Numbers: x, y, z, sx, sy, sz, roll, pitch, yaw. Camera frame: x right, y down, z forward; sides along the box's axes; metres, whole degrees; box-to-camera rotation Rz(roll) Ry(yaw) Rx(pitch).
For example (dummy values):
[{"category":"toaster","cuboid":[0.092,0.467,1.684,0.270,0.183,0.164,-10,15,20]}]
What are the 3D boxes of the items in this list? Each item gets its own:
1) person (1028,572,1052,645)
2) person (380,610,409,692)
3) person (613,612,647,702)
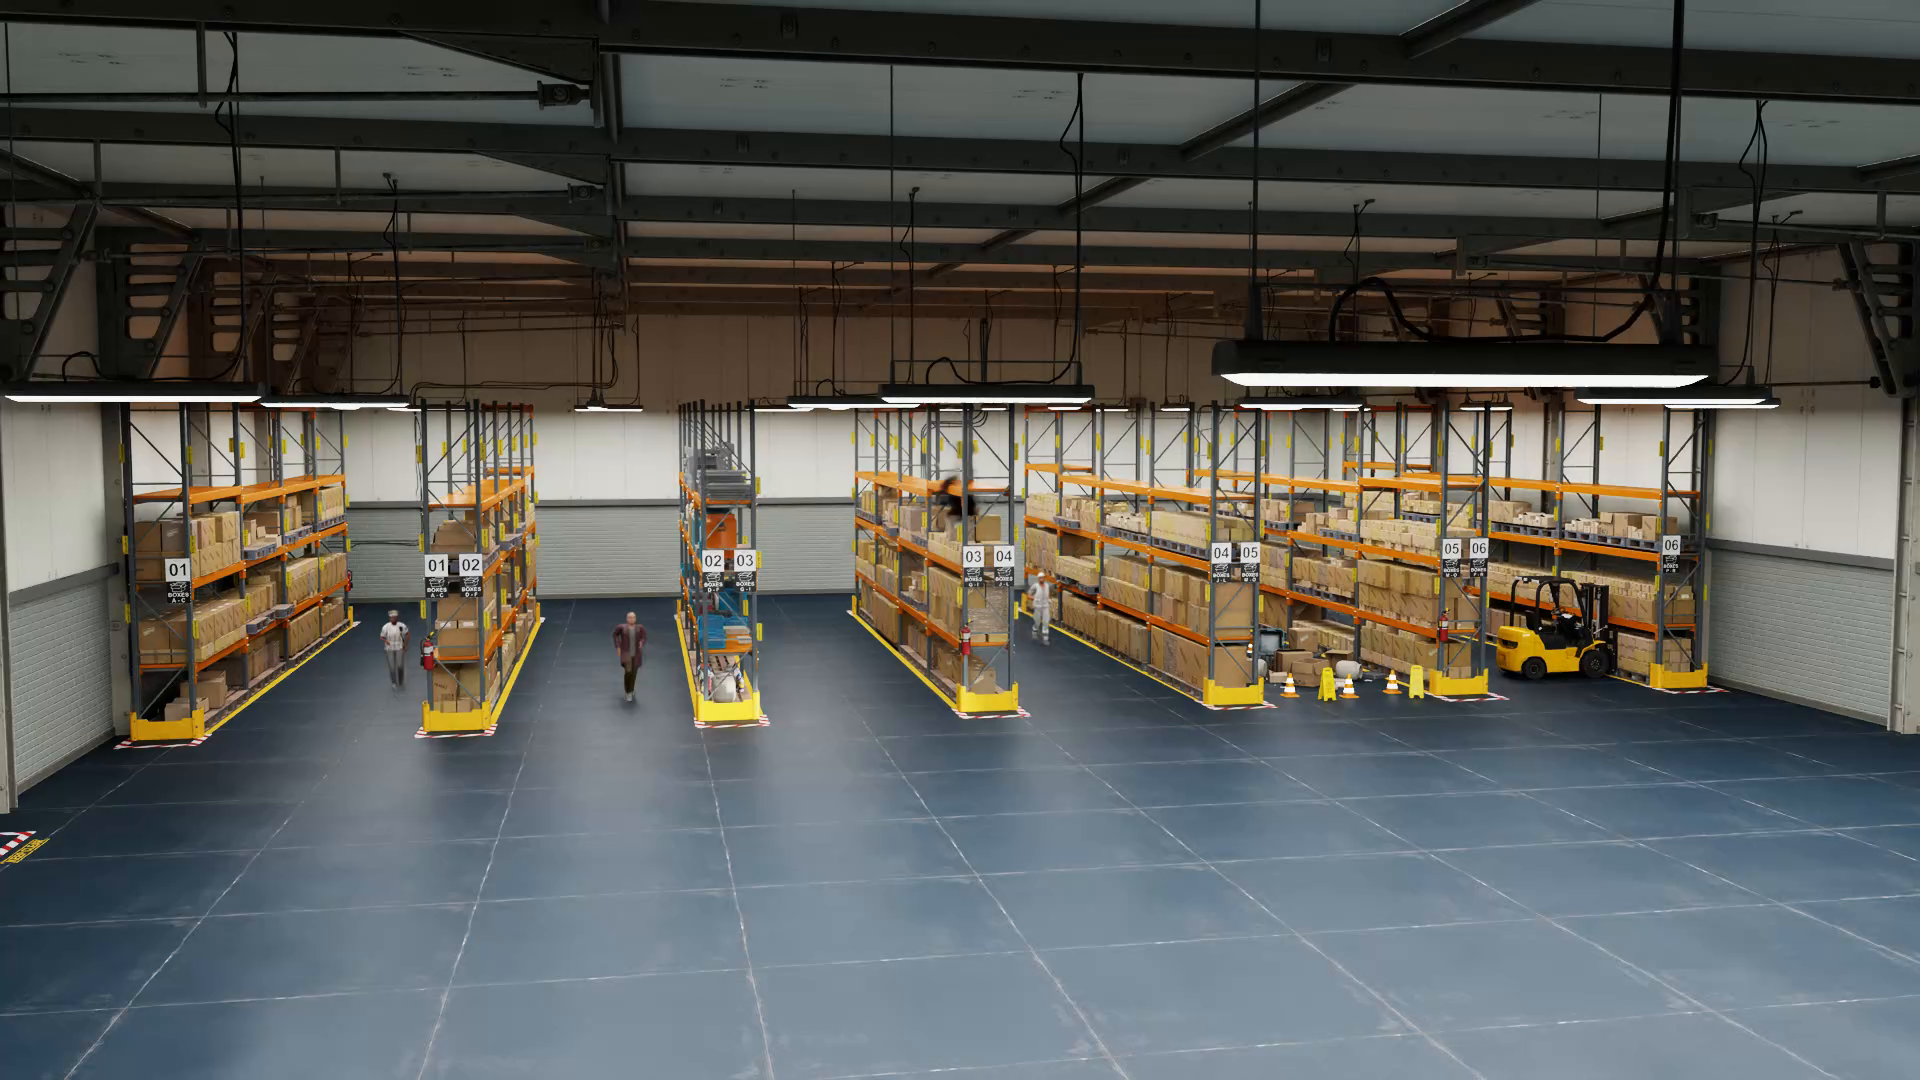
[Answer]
[{"category":"person","cuboid":[2.004,1.692,41.360,0.649,1.778,1.007,-1,4,-15]},{"category":"person","cuboid":[-11.687,2.302,34.379,0.572,1.725,0.697,-1,4,-16]},{"category":"person","cuboid":[-6.609,2.337,33.405,0.617,1.814,0.931,-2,5,-26]}]
